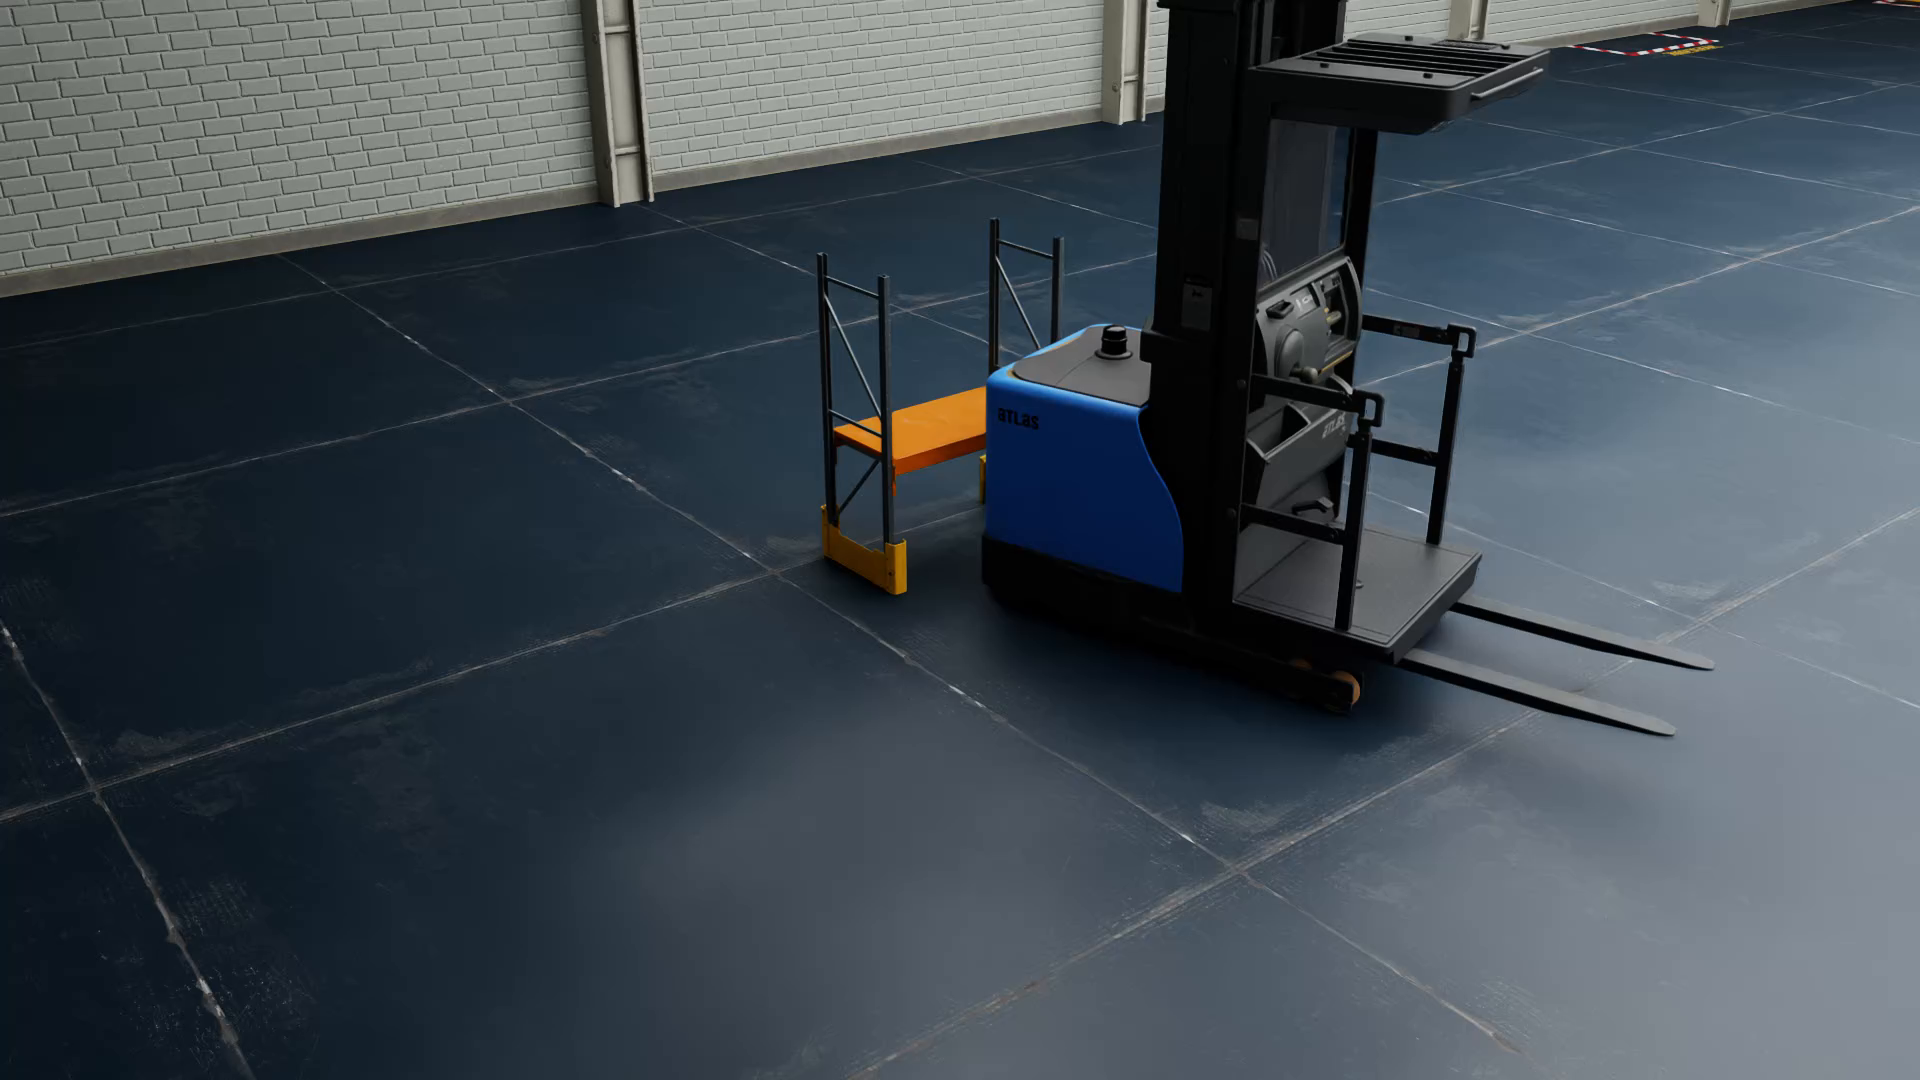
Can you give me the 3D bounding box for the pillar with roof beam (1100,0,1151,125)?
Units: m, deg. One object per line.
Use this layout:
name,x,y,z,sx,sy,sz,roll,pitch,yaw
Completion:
pillar with roof beam,4.424,-7.218,13.113,0.400,9.000,9.100,-18,31,-34

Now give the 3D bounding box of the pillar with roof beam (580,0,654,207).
pillar with roof beam,-0.298,-5.659,9.754,0.400,9.000,9.100,-18,31,-34

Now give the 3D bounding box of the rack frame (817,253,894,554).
rack frame,-0.472,-0.524,7.598,0.032,1.500,0.500,-19,31,-35

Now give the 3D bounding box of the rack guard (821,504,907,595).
rack guard,-0.457,0.037,7.873,0.087,0.250,0.587,-19,31,-35

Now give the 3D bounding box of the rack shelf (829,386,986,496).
rack shelf,-0.080,-0.497,7.967,1.000,0.185,0.538,-19,31,-35

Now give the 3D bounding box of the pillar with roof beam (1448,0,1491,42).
pillar with roof beam,9.145,-8.776,16.471,0.400,9.000,9.100,-18,31,-34

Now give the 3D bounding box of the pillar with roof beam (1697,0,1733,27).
pillar with roof beam,13.867,-10.335,19.829,0.400,9.000,9.100,-18,31,-34

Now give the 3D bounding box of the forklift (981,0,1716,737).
forklift,1.596,-0.885,6.674,3.031,2.935,1.130,17,30,32

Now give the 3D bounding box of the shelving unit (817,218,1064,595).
shelving unit,-0.073,-0.663,7.896,1.083,1.500,0.587,-19,31,-35

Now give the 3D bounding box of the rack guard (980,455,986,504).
rack guard,0.312,-0.229,8.446,0.087,0.250,0.587,-19,31,-35

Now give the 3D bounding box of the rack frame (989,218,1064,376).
rack frame,0.313,-0.796,8.184,0.032,1.500,0.500,-19,31,-35
